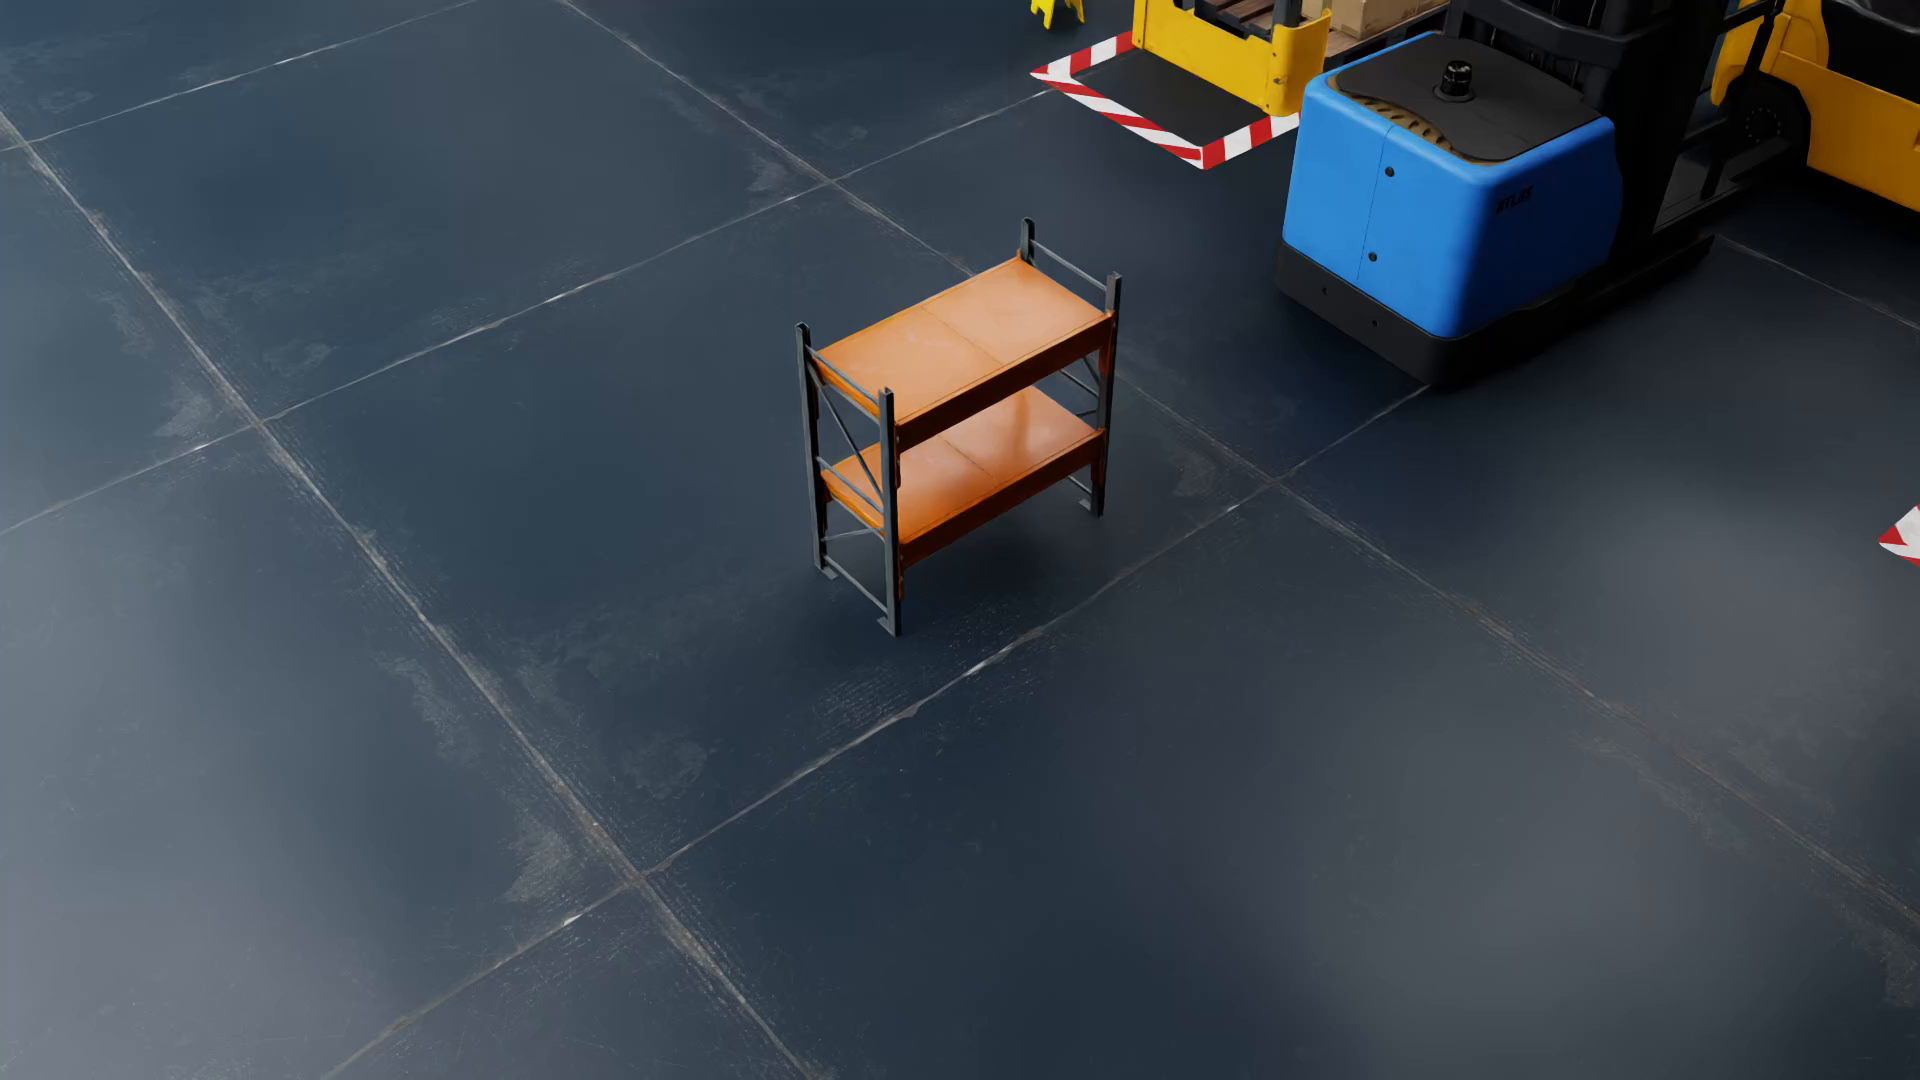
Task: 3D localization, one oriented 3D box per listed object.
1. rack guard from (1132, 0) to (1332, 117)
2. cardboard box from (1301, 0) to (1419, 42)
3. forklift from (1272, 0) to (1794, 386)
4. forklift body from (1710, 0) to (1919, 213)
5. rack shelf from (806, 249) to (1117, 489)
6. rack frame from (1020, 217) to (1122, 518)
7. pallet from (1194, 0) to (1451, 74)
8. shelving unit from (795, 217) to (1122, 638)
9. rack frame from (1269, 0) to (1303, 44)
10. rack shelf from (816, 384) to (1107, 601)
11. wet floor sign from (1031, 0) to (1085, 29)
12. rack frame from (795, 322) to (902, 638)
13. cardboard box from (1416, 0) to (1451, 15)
[{"bbox_3d":[1.462,-2.803,9.094,0.348,0.500,1.175,-30,51,-28],"label":"rack guard"},{"bbox_3d":[2.200,-3.041,9.223,0.500,0.250,0.500,-30,51,-28],"label":"cardboard box"},{"bbox_3d":[2.919,-2.546,7.045,3.031,2.935,1.130,-27,49,-26],"label":"forklift"},{"bbox_3d":[4.875,-2.557,7.627,1.214,2.155,2.313,-30,51,-28],"label":"forklift body"},{"bbox_3d":[0.005,-0.626,5.892,1.000,0.278,0.538,-30,51,-28],"label":"rack shelf"},{"bbox_3d":[0.395,-0.636,6.331,0.032,1.125,0.500,-30,51,-28],"label":"rack frame"},{"bbox_3d":[2.108,-3.036,9.553,1.213,0.211,1.003,-30,51,-28],"label":"pallet"},{"bbox_3d":[0.005,-0.413,6.093,1.048,1.125,0.538,-30,51,-28],"label":"shelving unit"},{"bbox_3d":[1.404,-3.681,8.203,0.127,3.000,1.000,-30,51,-28],"label":"rack frame"},{"bbox_3d":[0.005,-0.235,6.260,1.000,0.278,0.538,-30,51,-28],"label":"rack shelf"},{"bbox_3d":[0.572,-3.301,9.518,0.232,0.644,0.267,-14,45,-14],"label":"wet floor sign"},{"bbox_3d":[-0.385,-0.190,5.855,0.032,1.125,0.500,-30,51,-28],"label":"rack frame"},{"bbox_3d":[2.596,-3.261,9.458,0.500,0.250,0.500,-28,50,-27],"label":"cardboard box"}]
